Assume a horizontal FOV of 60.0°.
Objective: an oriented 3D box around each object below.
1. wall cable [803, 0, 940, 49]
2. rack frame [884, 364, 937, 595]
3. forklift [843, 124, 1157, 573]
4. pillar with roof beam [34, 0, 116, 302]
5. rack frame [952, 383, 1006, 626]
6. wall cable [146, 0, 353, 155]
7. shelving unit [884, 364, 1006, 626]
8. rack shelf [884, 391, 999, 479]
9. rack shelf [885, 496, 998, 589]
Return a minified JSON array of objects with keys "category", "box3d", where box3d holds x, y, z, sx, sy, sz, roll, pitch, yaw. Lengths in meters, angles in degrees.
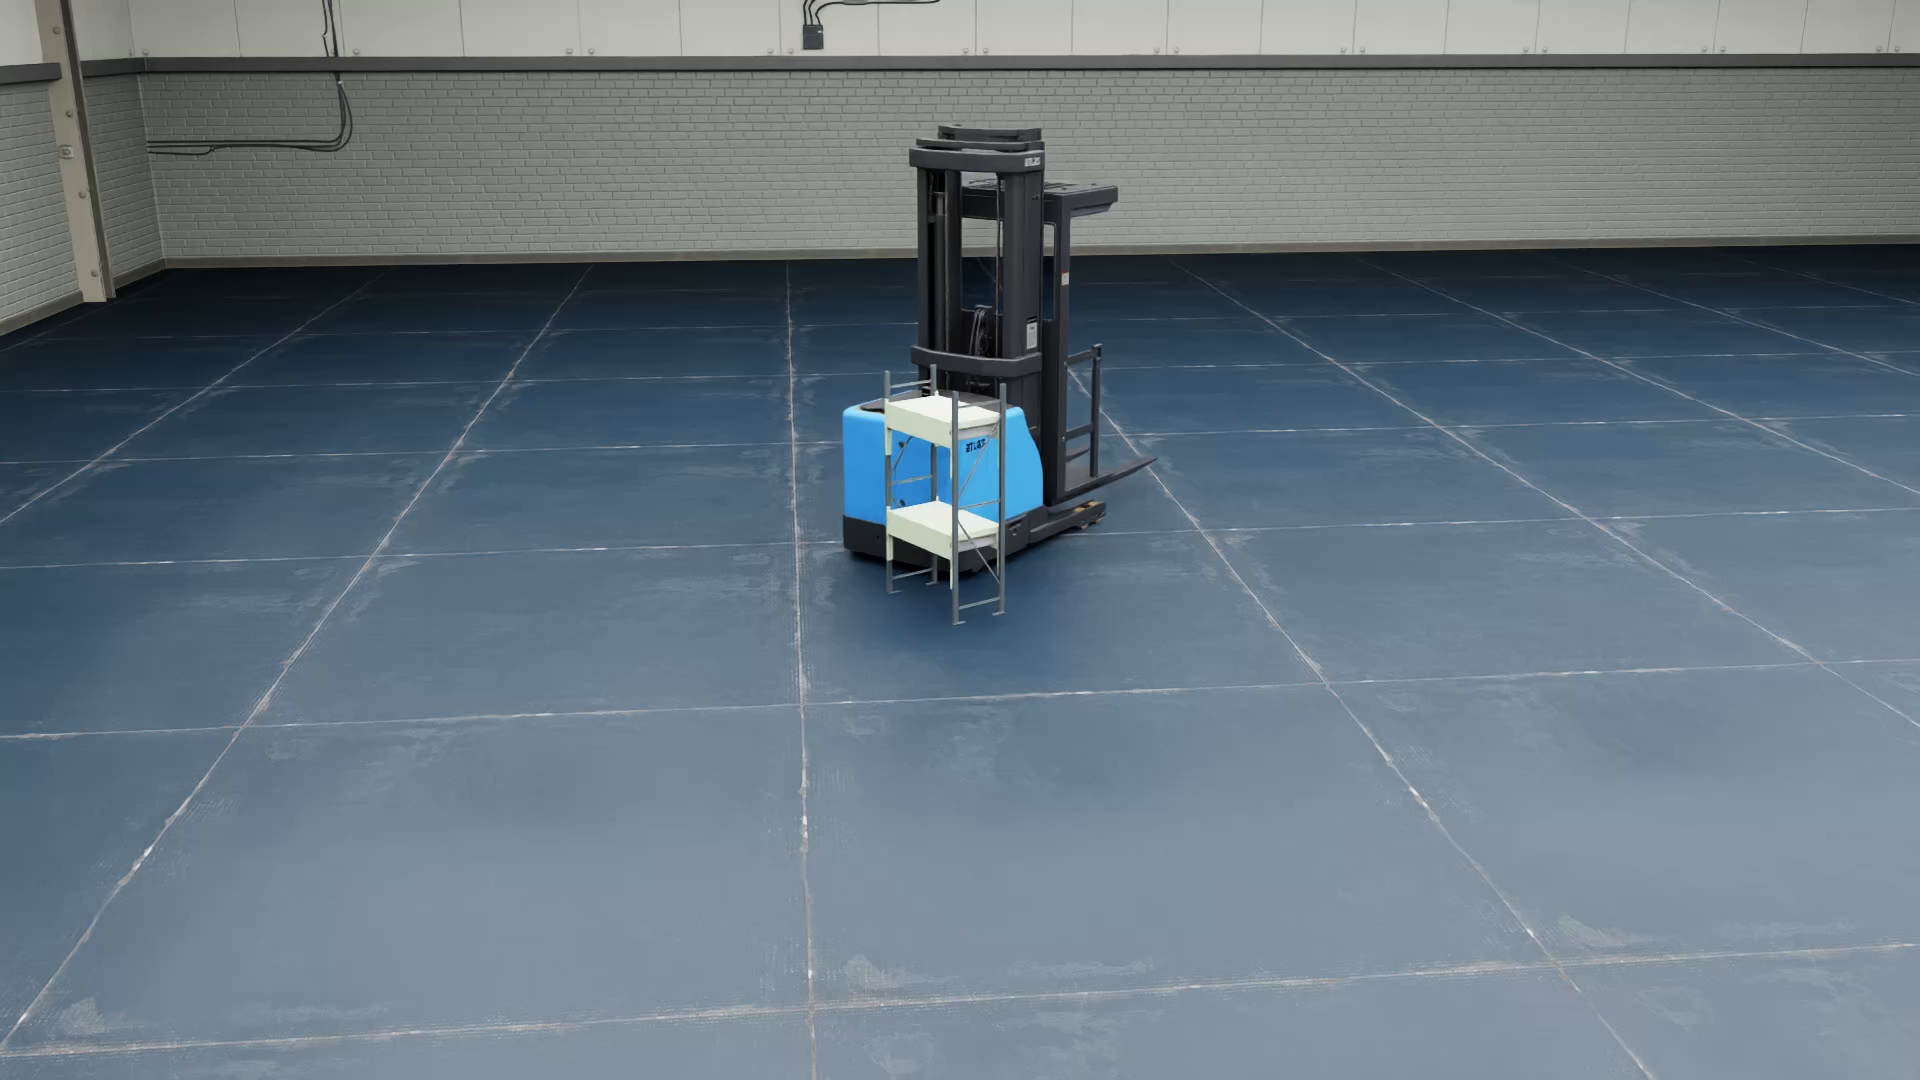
[{"category":"wall cable","box3d":[-1.239,-10.389,24.567,2.305,6.003,0.169,-2,18,-6]},{"category":"rack frame","box3d":[-0.320,-0.390,10.917,0.400,1.500,0.023,-13,21,-35]},{"category":"forklift","box3d":[0.449,-1.554,12.235,1.130,2.935,3.031,12,21,34]},{"category":"pillar with roof beam","box3d":[-7.413,-7.692,21.655,9.100,9.000,0.400,-2,18,-6]},{"category":"rack frame","box3d":[0.116,-0.214,10.356,0.400,1.500,0.023,-13,21,-35]},{"category":"wall cable","box3d":[-10.684,-6.996,24.623,3.097,2.526,0.112,-2,18,-6]},{"category":"shelving unit","box3d":[-0.102,-0.302,10.636,0.431,1.500,0.755,-13,21,-35]},{"category":"rack shelf","box3d":[-0.102,-0.675,10.519,0.431,0.370,0.720,-13,21,-35]},{"category":"rack shelf","box3d":[-0.102,0.009,10.734,0.431,0.370,0.720,-13,21,-35]}]
